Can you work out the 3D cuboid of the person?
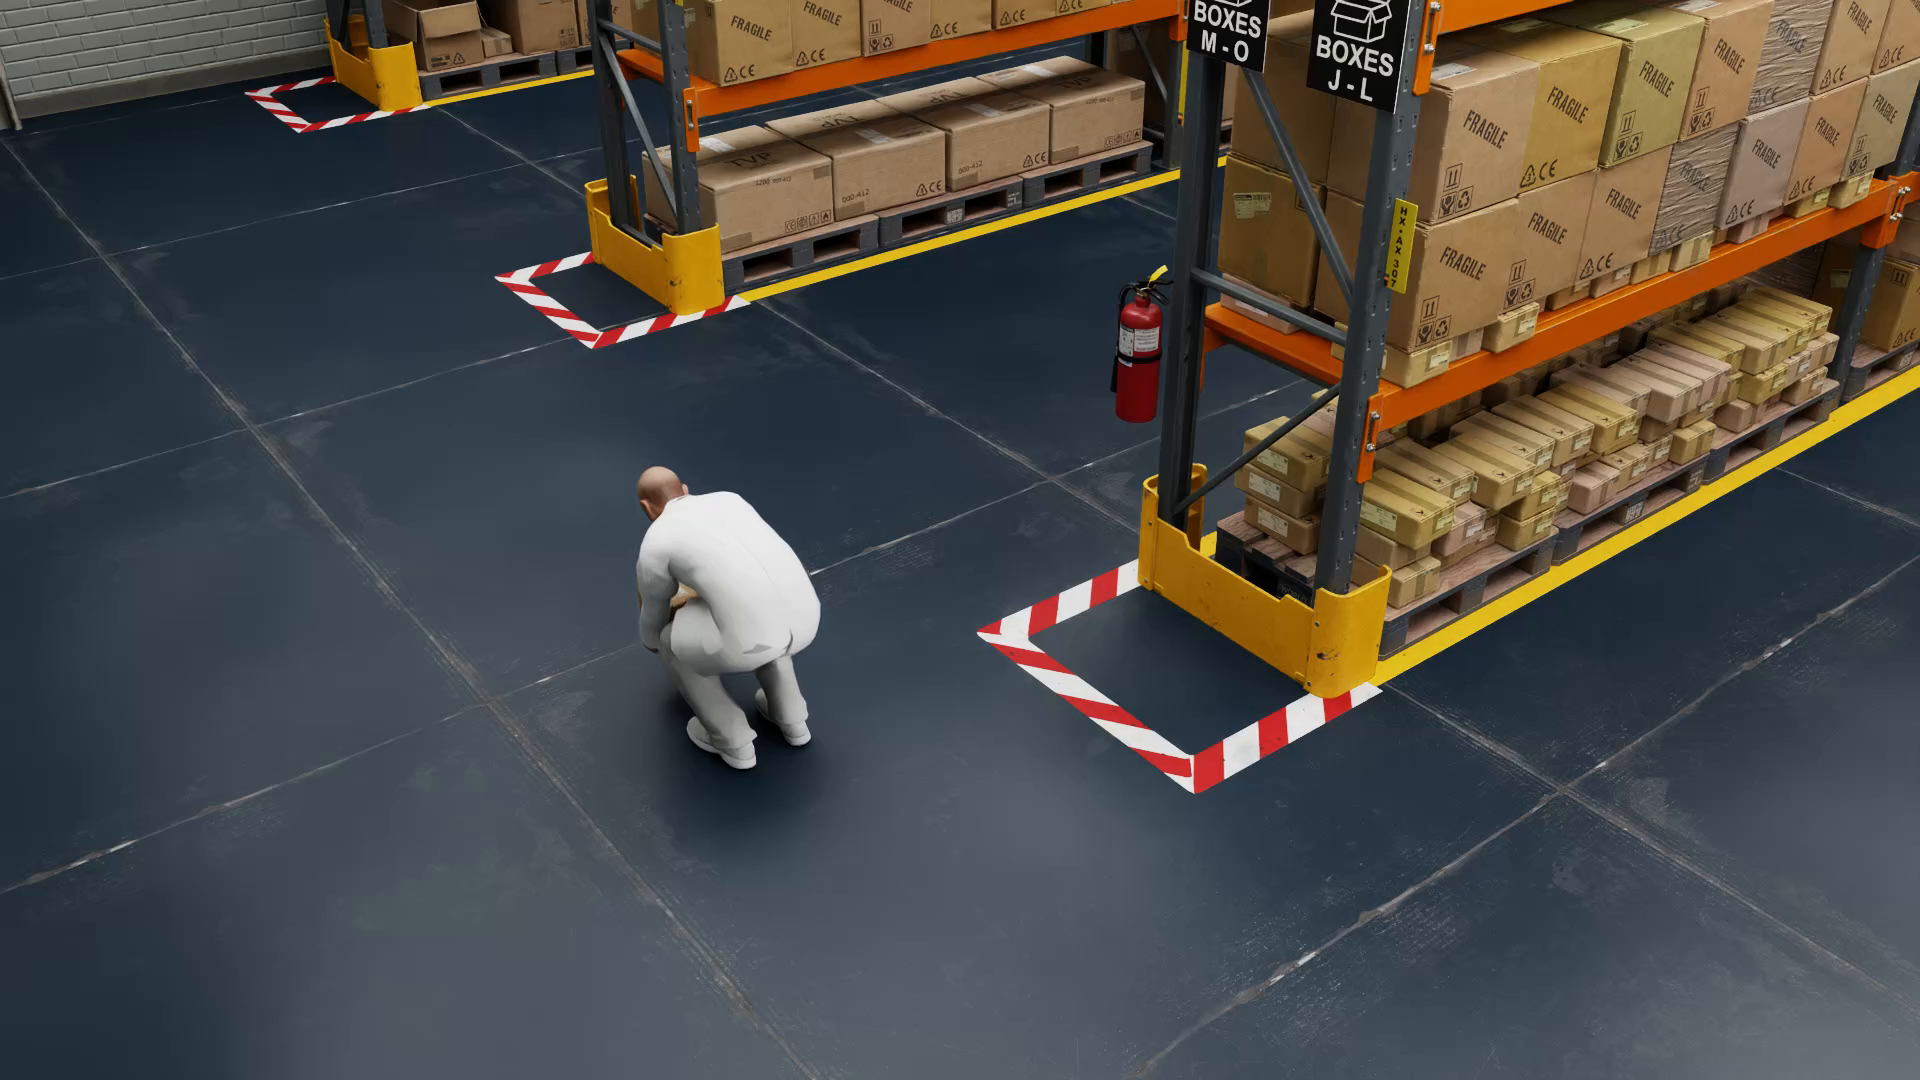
[{"bbox_3d":[-0.914,0.302,6.431,0.591,0.970,0.940,-24,39,-33],"label":"person"}]
